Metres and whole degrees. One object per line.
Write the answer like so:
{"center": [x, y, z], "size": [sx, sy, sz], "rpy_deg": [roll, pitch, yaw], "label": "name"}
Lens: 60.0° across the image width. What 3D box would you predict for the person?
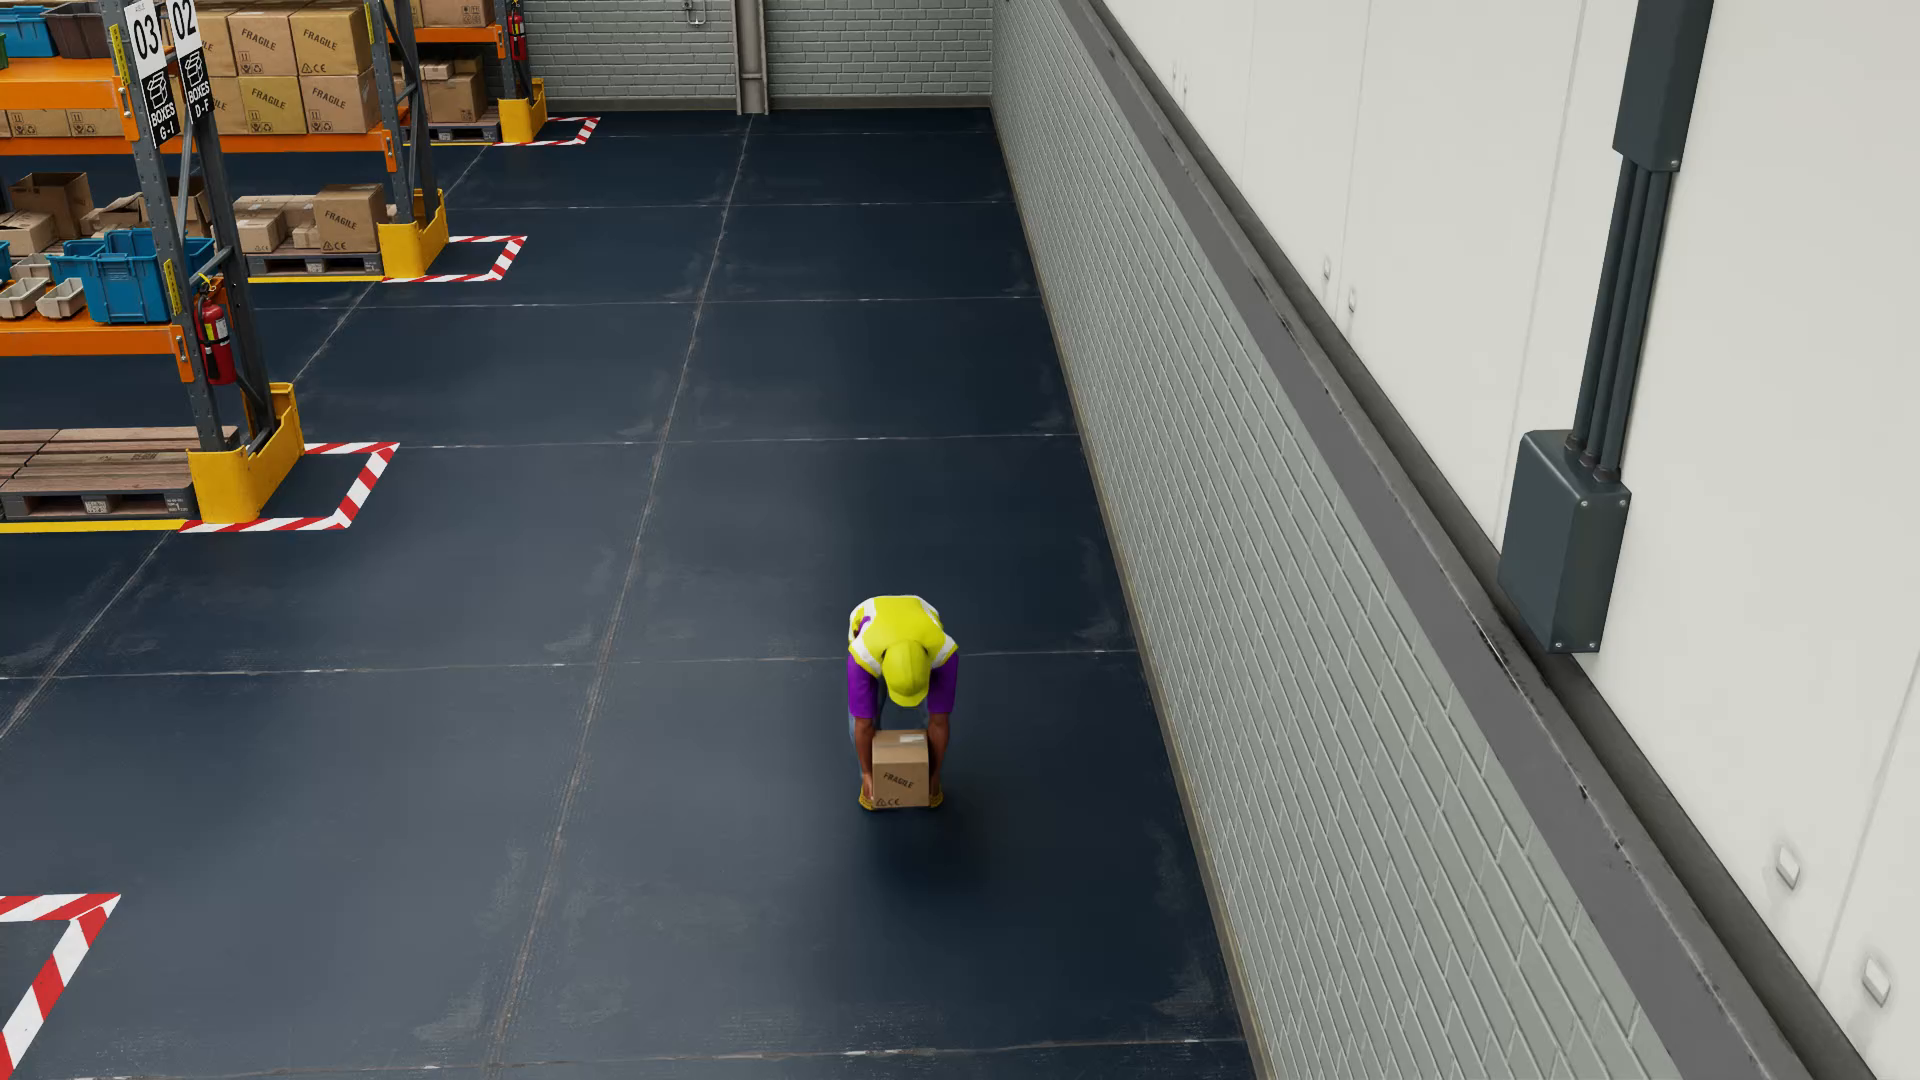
{"center": [-0.264, 0.800, 7.678], "size": [0.501, 1.185, 0.954], "rpy_deg": [-3, 28, -5], "label": "person"}
